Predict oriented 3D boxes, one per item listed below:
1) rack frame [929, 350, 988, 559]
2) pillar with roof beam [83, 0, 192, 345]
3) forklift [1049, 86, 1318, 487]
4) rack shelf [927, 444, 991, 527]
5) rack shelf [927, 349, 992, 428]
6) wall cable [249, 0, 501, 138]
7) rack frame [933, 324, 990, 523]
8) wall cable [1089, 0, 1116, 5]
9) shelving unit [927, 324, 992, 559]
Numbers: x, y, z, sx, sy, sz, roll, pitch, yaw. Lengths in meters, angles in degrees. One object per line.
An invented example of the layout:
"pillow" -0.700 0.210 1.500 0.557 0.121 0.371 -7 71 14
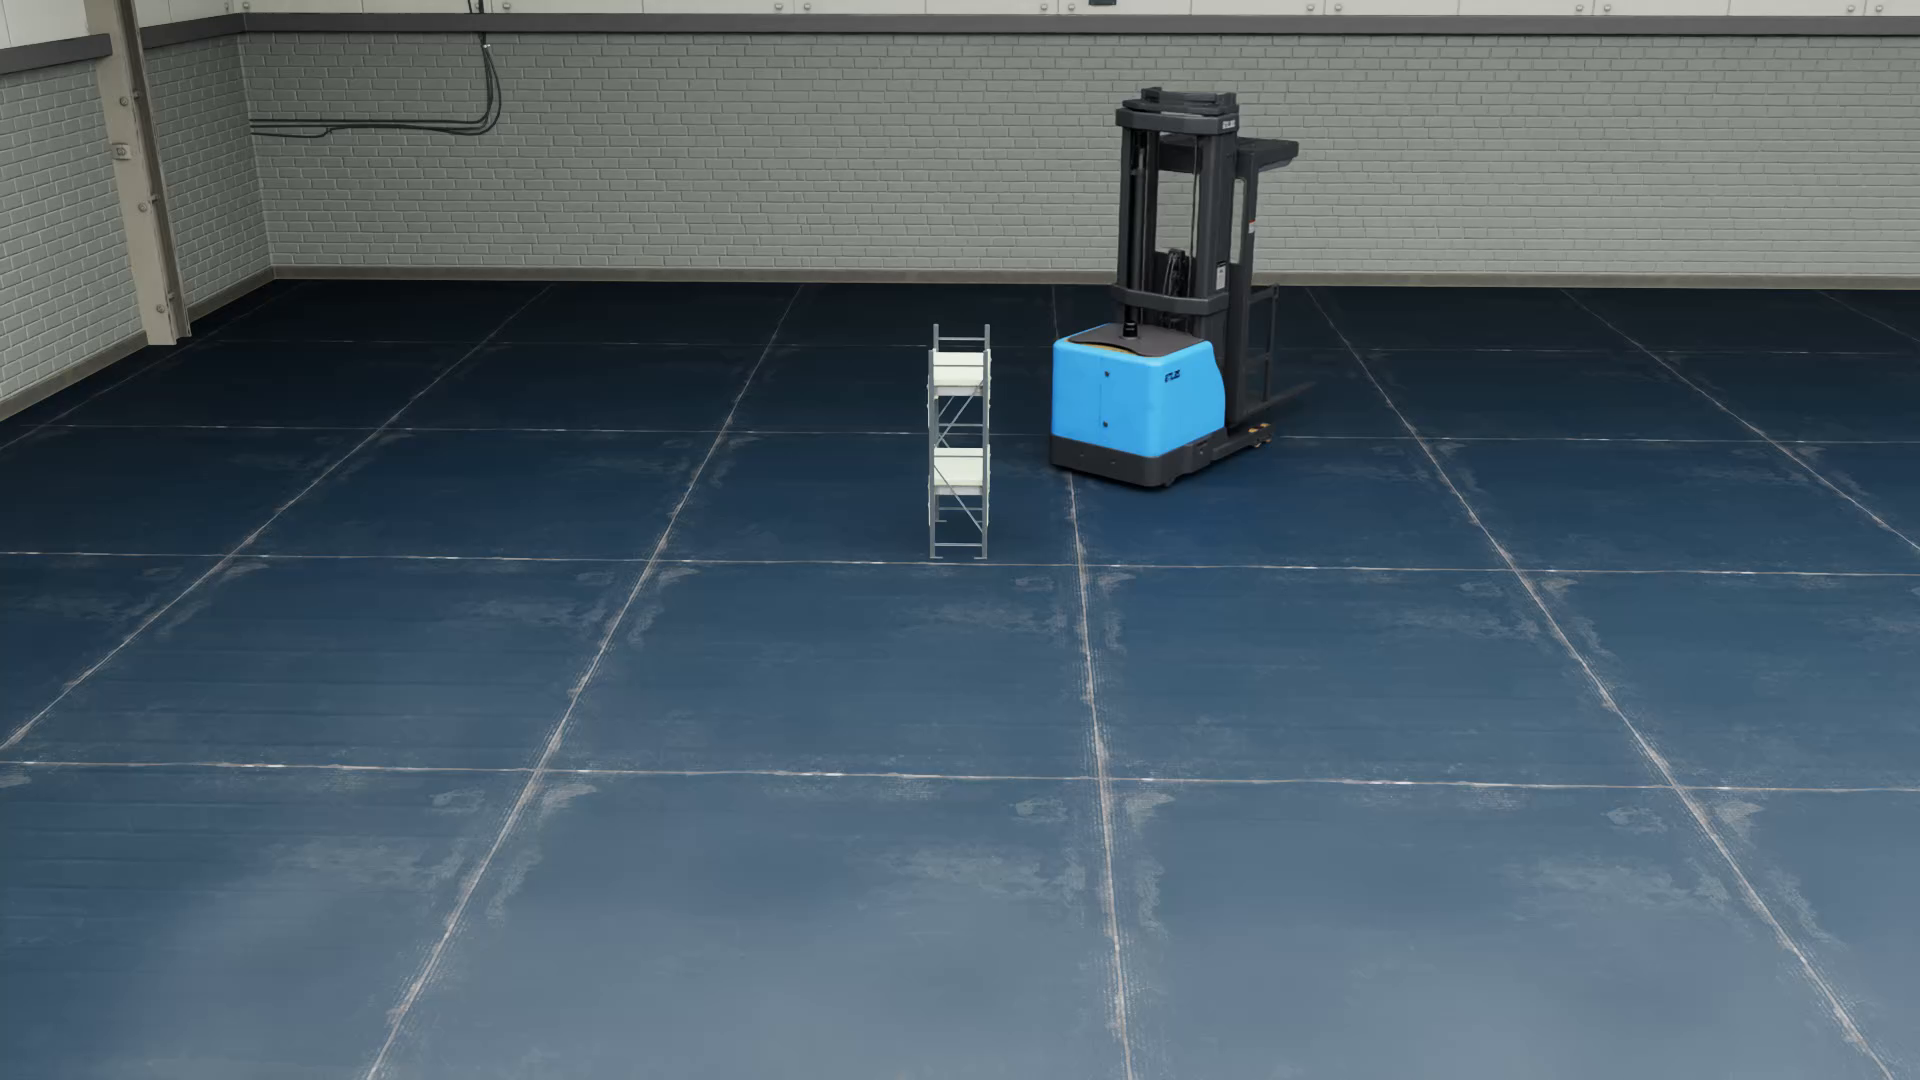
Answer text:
"rack frame" -0.011 -0.569 11.423 0.400 1.500 0.023 1 21 2
"pillar with roof beam" -3.992 -6.244 15.681 9.100 9.000 0.400 1 21 2
"forklift" 2.038 -2.242 13.755 1.130 2.935 3.031 16 27 36
"rack shelf" 0.000 -0.398 11.882 0.431 0.370 0.720 1 21 2
"rack shelf" 0.000 -1.065 11.623 0.431 0.370 0.720 1 21 2
"wall cable" -6.883 -5.894 19.073 3.097 2.526 0.112 1 21 2
"rack frame" 0.011 -0.834 12.105 0.400 1.500 0.023 1 21 2
"wall cable" 2.605 -8.817 17.612 2.305 6.003 0.169 1 21 2
"shelving unit" 0.000 -0.702 11.764 0.431 1.500 0.755 1 21 2
